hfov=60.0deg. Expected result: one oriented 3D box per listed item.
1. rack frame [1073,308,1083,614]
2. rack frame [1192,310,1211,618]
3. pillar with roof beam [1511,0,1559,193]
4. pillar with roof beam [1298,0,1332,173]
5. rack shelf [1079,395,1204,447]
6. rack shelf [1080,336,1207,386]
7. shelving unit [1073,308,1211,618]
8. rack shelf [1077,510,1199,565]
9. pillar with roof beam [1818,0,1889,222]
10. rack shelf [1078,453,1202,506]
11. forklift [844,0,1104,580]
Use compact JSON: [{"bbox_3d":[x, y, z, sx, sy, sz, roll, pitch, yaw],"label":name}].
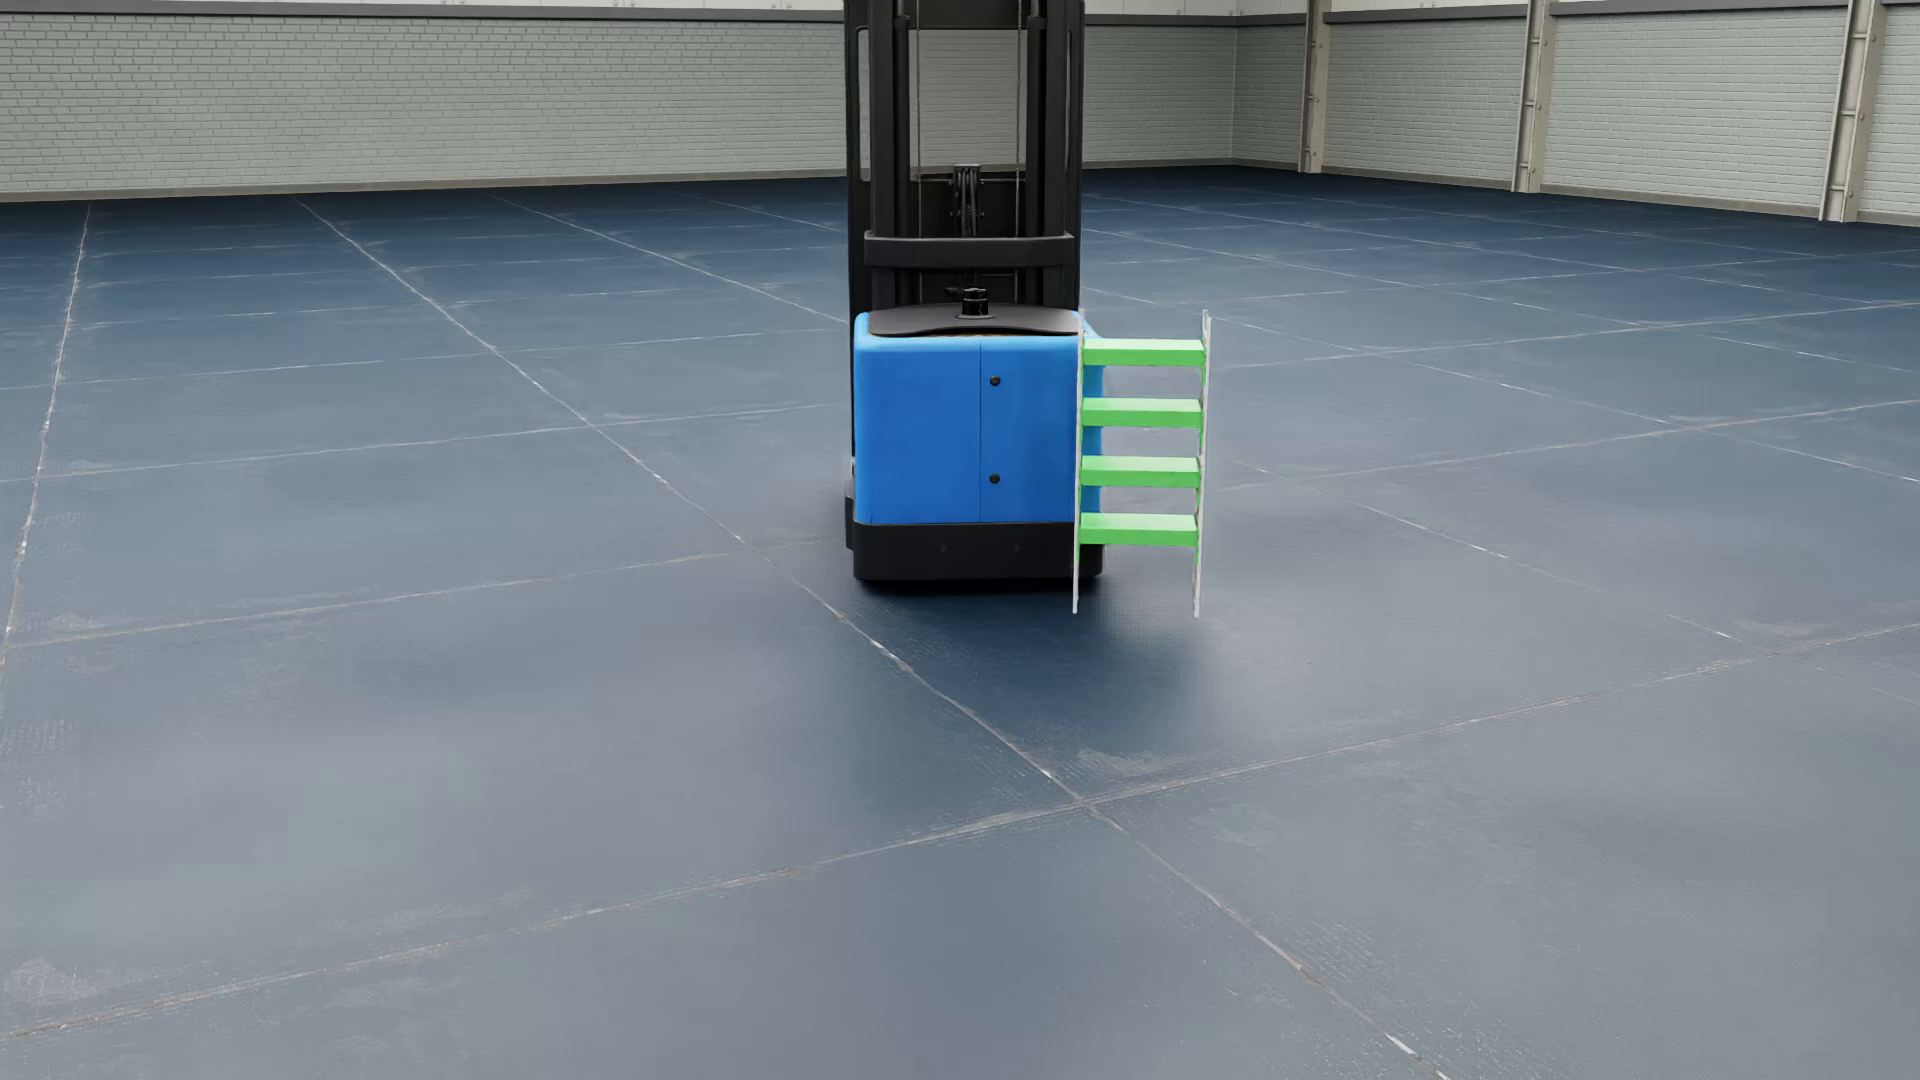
[{"bbox_3d":[0.472,-0.310,6.656,0.015,1.200,0.240,1,16,5],"label":"rack frame"},{"bbox_3d":[0.959,-0.299,6.617,0.015,1.200,0.240,1,16,5],"label":"rack frame"},{"bbox_3d":[5.872,-9.794,25.565,9.100,9.000,0.400,-8,18,-25],"label":"pillar with roof beam"},{"bbox_3d":[3.244,-11.281,30.749,9.100,9.000,0.400,-8,18,-25],"label":"pillar with roof beam"},{"bbox_3d":[0.716,-0.474,6.588,0.480,0.148,0.258,1,16,5],"label":"rack shelf"},{"bbox_3d":[0.716,-0.704,6.522,0.480,0.148,0.258,1,16,5],"label":"rack shelf"},{"bbox_3d":[0.716,-0.305,6.637,0.503,1.200,0.258,1,16,5],"label":"shelving unit"},{"bbox_3d":[0.716,-0.012,6.720,0.480,0.148,0.258,1,16,5],"label":"rack shelf"},{"bbox_3d":[8.501,-8.306,20.380,9.100,9.000,0.400,-8,18,-25],"label":"pillar with roof beam"},{"bbox_3d":[0.716,-0.243,6.654,0.480,0.148,0.258,1,16,5],"label":"rack shelf"},{"bbox_3d":[0.006,-1.594,7.992,1.130,2.935,3.031,-1,16,-3],"label":"forklift"}]
